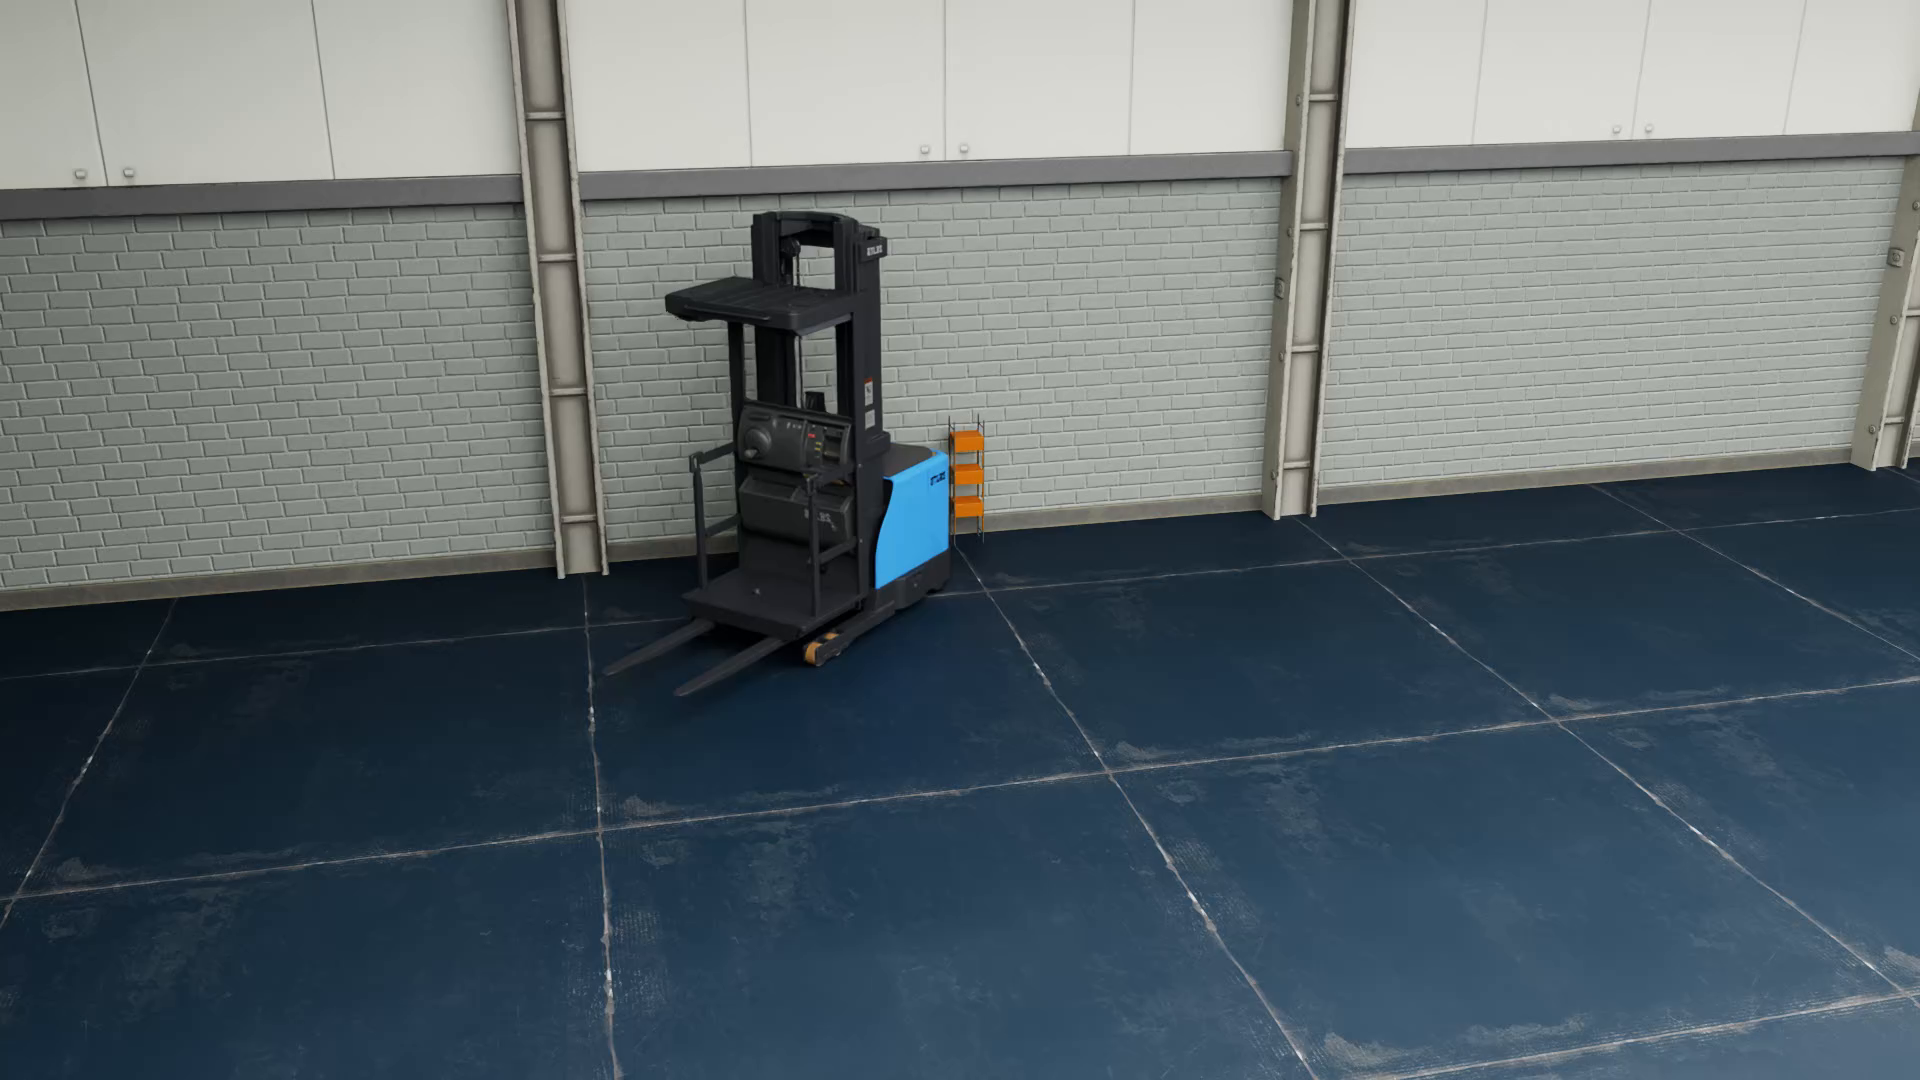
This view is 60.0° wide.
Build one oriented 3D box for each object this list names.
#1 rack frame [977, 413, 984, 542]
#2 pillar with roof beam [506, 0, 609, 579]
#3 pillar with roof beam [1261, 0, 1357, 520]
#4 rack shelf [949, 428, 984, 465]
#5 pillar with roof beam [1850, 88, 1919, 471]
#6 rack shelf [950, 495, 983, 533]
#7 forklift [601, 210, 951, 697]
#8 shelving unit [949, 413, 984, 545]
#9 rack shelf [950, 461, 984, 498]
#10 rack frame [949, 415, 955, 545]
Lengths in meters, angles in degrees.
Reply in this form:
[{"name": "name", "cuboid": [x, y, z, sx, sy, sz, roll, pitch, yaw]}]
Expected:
[{"name": "rack frame", "cuboid": [0.171, -0.507, 13.672, 0.008, 1.050, 0.200, -5, 21, -12]}, {"name": "pillar with roof beam", "cuboid": [-1.995, -2.549, 7.690, 0.400, 9.000, 9.100, -5, 21, -12]}, {"name": "pillar with roof beam", "cuboid": [3.844, -3.024, 8.987, 0.400, 9.000, 9.100, -5, 21, -12]}, {"name": "rack shelf", "cuboid": [0.052, -0.754, 13.552, 0.240, 0.259, 0.215, -5, 21, -12]}, {"name": "pillar with roof beam", "cuboid": [9.683, -3.499, 10.283, 0.400, 9.000, 9.100, -5, 21, -12]}, {"name": "rack shelf", "cuboid": [0.052, -0.226, 13.745, 0.240, 0.259, 0.215, -5, 21, -12]}, {"name": "forklift", "cuboid": [-1.267, -0.688, 11.431, 1.130, 2.935, 3.031, 12, 23, 29]}, {"name": "shelving unit", "cuboid": [0.052, -0.497, 13.646, 0.252, 1.050, 0.215, -5, 21, -12]}, {"name": "rack shelf", "cuboid": [0.052, -0.487, 13.649, 0.240, 0.259, 0.215, -5, 21, -12]}, {"name": "rack frame", "cuboid": [-0.067, -0.488, 13.619, 0.008, 1.050, 0.200, -5, 21, -12]}]
